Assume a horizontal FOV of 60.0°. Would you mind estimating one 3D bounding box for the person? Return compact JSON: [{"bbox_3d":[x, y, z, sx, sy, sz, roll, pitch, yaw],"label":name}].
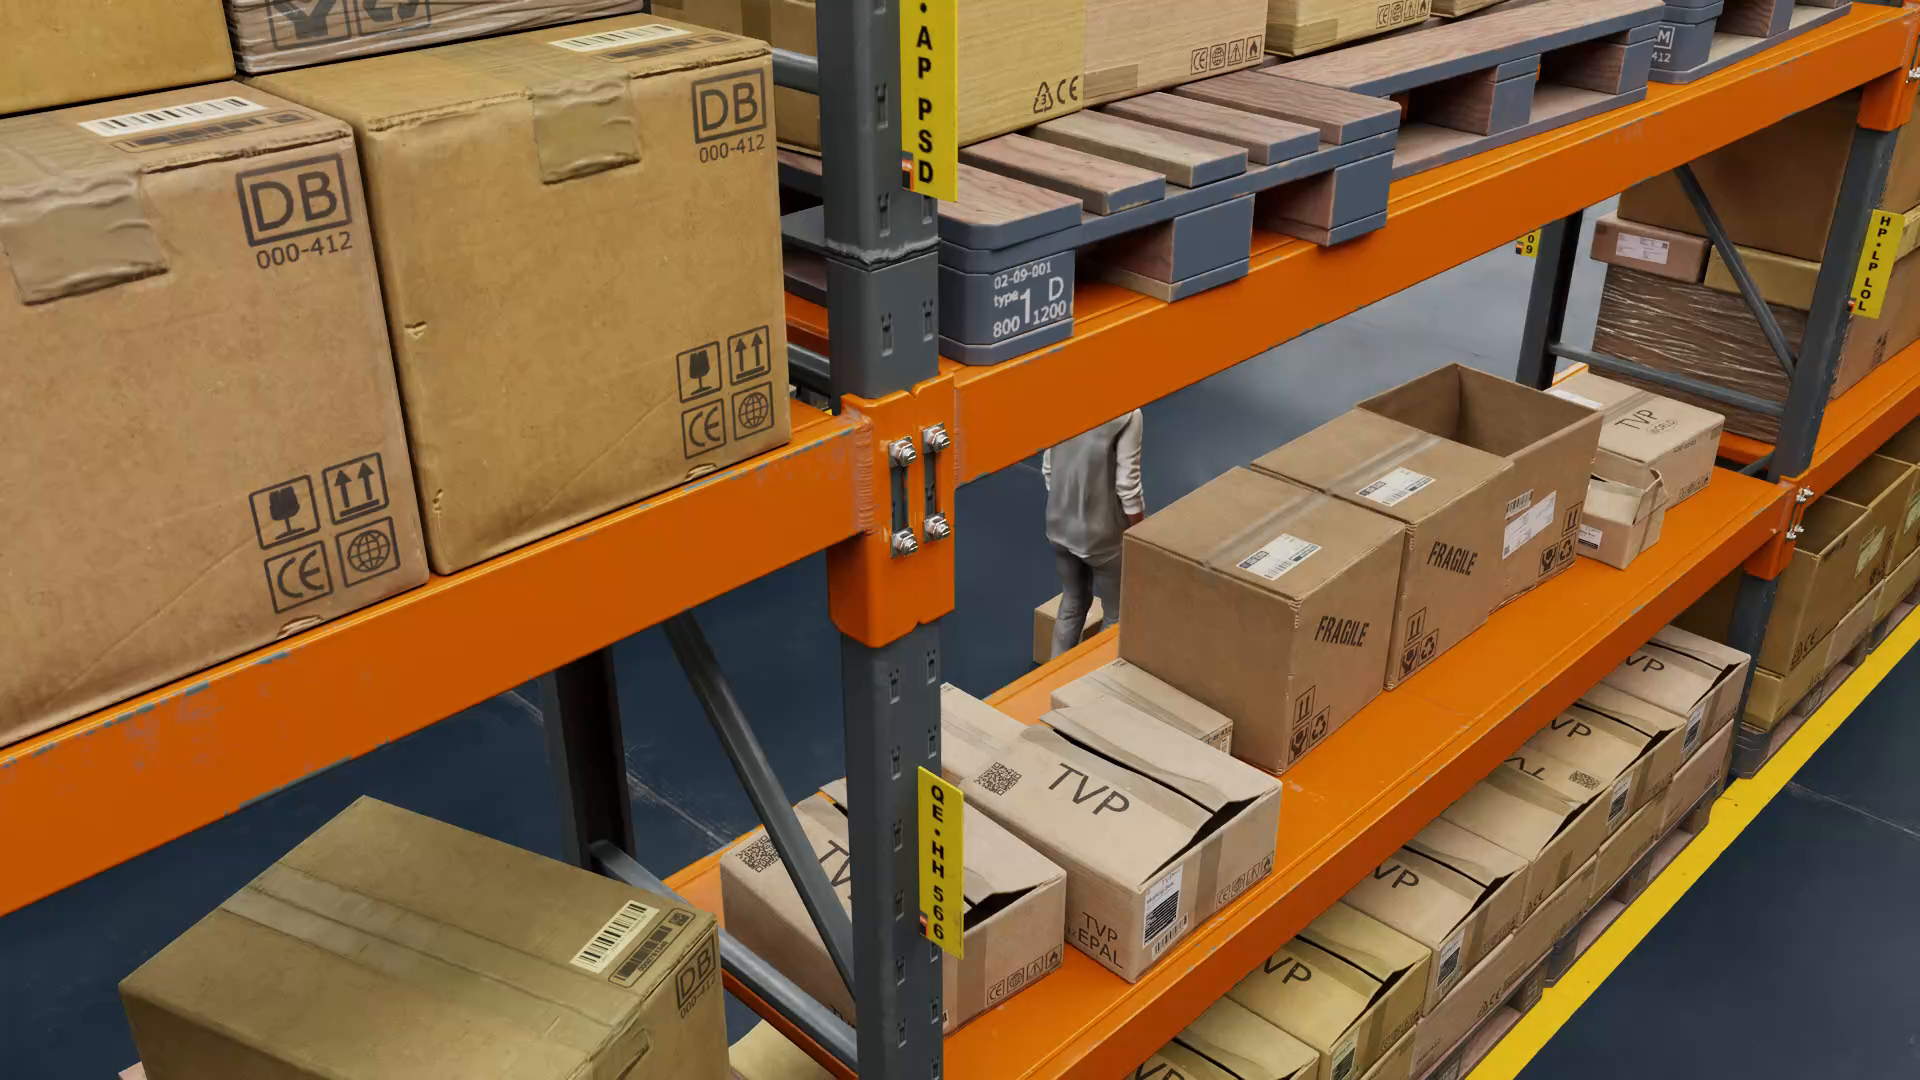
[{"bbox_3d":[0.502,-0.033,6.194,0.461,1.593,0.344,24,37,38],"label":"person"}]
